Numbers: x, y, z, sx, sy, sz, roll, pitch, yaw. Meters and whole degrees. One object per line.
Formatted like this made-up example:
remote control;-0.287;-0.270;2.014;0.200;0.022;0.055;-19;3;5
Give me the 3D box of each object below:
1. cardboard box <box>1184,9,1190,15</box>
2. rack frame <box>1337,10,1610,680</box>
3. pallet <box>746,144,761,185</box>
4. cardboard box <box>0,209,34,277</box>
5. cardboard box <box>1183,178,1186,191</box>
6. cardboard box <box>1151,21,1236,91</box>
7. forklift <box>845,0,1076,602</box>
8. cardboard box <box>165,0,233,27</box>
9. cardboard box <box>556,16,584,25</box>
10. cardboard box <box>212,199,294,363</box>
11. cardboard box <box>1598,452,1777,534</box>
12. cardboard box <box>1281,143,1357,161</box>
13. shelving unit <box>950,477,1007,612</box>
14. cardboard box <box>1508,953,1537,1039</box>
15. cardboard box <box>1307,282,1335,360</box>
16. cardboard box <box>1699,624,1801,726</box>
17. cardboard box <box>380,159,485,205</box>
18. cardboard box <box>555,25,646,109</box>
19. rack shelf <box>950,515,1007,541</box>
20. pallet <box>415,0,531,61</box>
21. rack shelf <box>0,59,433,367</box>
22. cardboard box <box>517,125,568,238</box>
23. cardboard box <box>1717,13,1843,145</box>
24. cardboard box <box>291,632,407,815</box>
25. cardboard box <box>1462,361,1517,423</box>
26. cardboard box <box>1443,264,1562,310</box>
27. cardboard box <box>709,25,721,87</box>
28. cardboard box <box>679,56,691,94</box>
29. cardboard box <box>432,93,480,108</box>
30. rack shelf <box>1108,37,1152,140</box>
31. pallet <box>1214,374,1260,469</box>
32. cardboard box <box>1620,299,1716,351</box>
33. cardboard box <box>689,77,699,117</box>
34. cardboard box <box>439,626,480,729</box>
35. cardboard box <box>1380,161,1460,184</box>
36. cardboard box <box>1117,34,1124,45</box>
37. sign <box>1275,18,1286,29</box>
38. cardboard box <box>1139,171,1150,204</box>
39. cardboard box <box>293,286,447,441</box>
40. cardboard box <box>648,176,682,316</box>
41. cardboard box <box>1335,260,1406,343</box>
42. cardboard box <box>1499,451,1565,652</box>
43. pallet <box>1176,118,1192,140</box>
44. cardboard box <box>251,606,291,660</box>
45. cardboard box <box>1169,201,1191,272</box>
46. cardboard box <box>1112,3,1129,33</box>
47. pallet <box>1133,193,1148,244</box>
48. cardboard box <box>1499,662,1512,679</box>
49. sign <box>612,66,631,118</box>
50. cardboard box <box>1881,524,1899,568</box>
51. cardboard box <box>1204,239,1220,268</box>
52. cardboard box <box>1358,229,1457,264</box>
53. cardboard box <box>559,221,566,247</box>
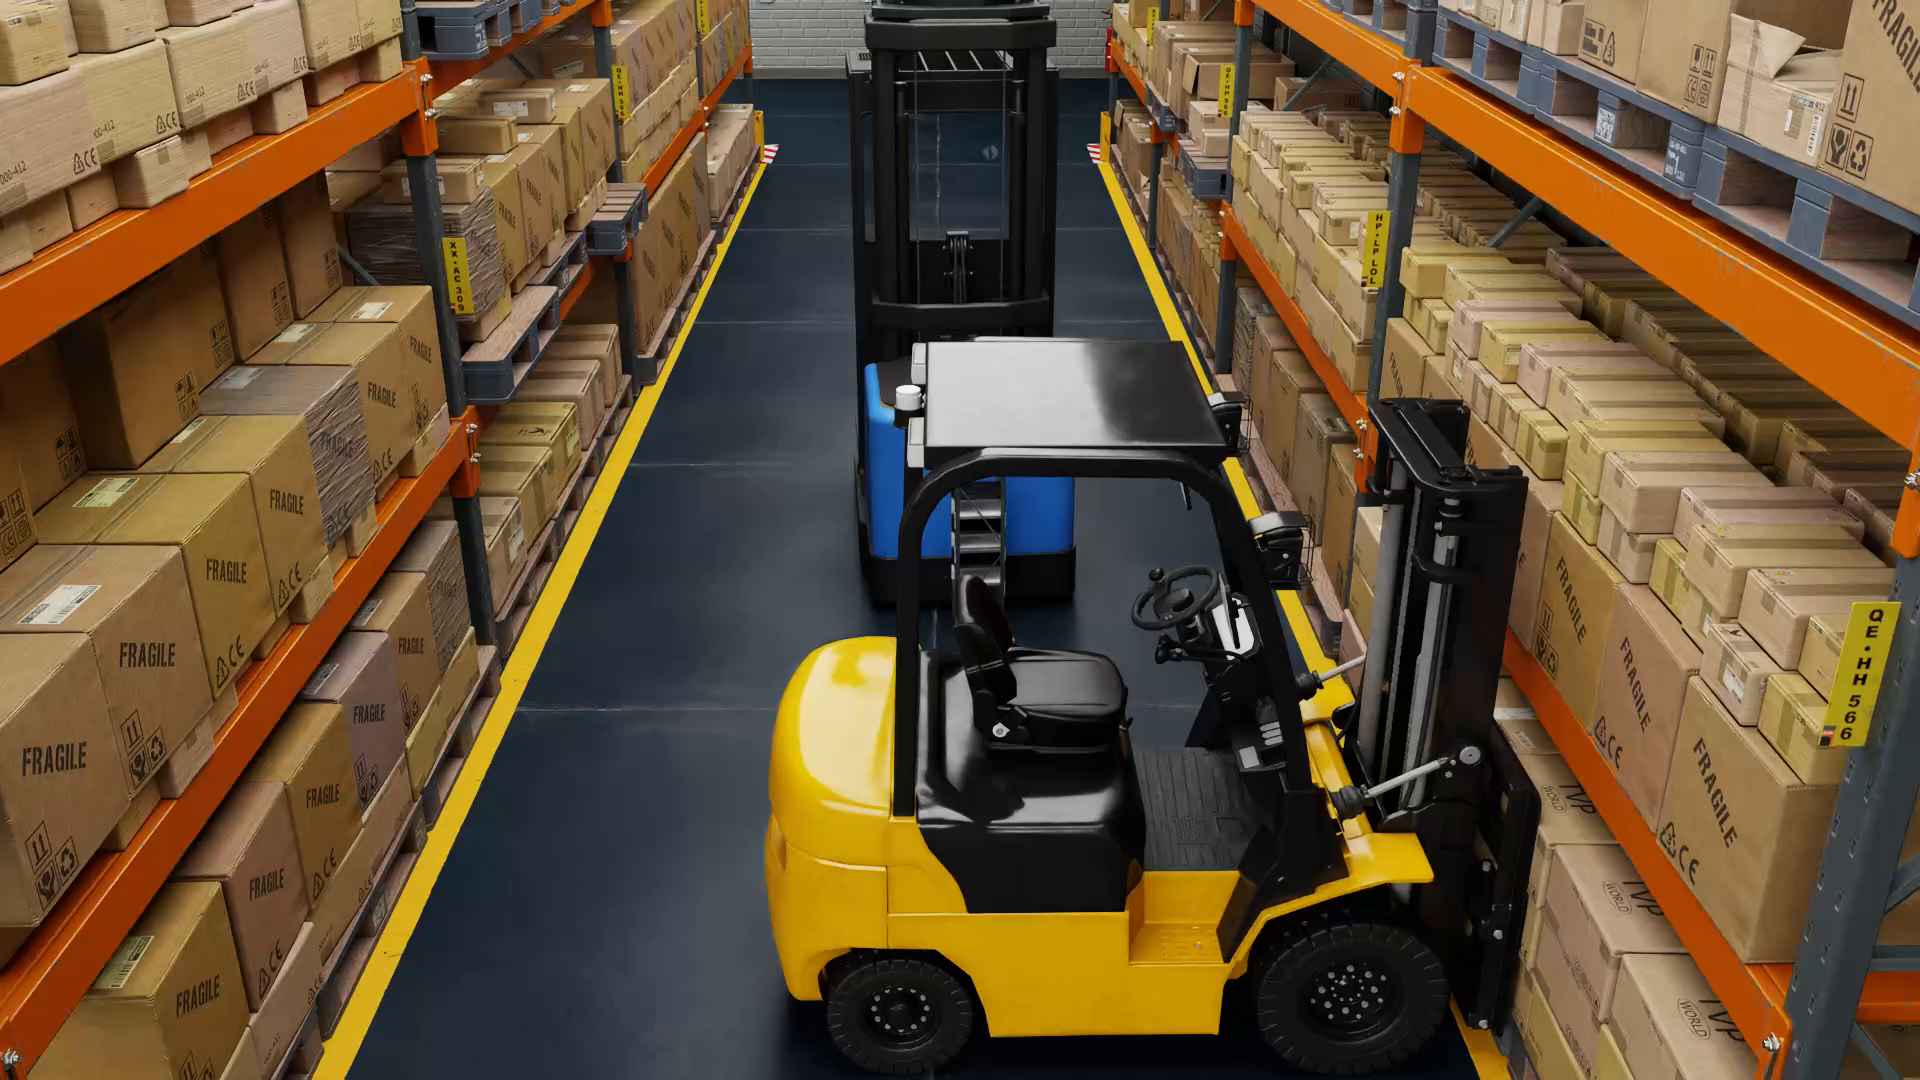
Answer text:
cardboard box;2.441;-5.350;17.260;0.500;0.250;0.500;0;24;0
rack frame;2.297;-0.739;7.244;1.000;3.000;0.127;0;24;-1
pallet;-2.711;-4.060;17.971;1.003;0.211;1.213;0;24;-1
cardboard box;-2.363;-0.674;3.766;0.380;0.149;0.250;0;24;1
cardboard box;2.058;-2.902;13.763;0.380;0.149;0.250;-1;24;-1
cardboard box;1.991;-4.072;13.982;0.700;0.500;0.500;0;24;1
forklift;-0.053;-1.593;9.214;1.130;2.935;3.031;-2;24;-4
cardboard box;-2.332;-1.562;4.762;0.380;0.149;0.250;0;24;0
cardboard box;-2.990;-3.492;11.997;0.500;0.500;0.500;0;24;-1
cardboard box;-2.895;-0.959;6.034;0.700;0.500;0.500;0;24;0
cardboard box;2.020;-0.133;4.634;0.380;0.149;0.250;0;24;1
cardboard box;2.043;-2.169;9.497;0.380;0.149;0.250;0;24;0
shelving unit;0.089;0.002;8.154;0.258;0.900;0.210;-2;24;-4
cardboard box;2.027;1.368;5.413;0.500;0.250;0.500;0;24;0
cardboard box;2.019;-1.084;8.189;0.500;0.250;0.500;0;24;-1
cardboard box;2.024;0.322;3.991;0.380;0.149;0.250;0;24;0
cardboard box;-2.318;-1.578;7.321;0.380;0.149;0.250;0;24;-1
cardboard box;-2.486;-3.273;11.512;0.500;0.500;0.500;0;24;0
rack shelf;0.089;-0.050;8.131;0.258;0.077;0.200;-2;24;-4
pallet;-2.567;-2.251;7.175;1.213;0.211;1.003;0;24;-1
rack shelf;-2.645;-0.930;4.899;1.077;0.370;4.000;0;24;-1
cardboard box;-2.399;-1.904;8.827;0.500;0.500;0.500;-1;24;-3
cardboard box;2.025;-1.078;3.885;0.396;0.266;0.258;0;24;0
cardboard box;-2.378;0.667;6.052;0.500;0.500;0.500;1;24;2
cardboard box;2.002;-0.523;5.859;0.380;0.149;0.250;0;24;-1
cardboard box;2.114;-0.975;6.497;0.380;0.149;0.250;0;24;0
cardboard box;-2.499;-4.459;15.348;0.500;0.500;0.500;0;24;0
cardboard box;-2.493;-3.784;13.553;0.500;0.250;0.500;0;24;1
cardboard box;-2.924;-2.334;9.780;0.500;0.500;0.500;1;24;2
rack shelf;2.188;-4.532;16.503;1.077;0.370;4.000;0;24;-1
pallet;2.223;-0.777;10.712;1.003;0.211;1.213;0;24;-1
cardboard box;2.645;-0.770;6.043;0.380;0.149;0.250;-1;24;-2
cardboard box;-2.497;-3.759;14.104;0.500;0.250;0.500;-1;24;-2
cardboard box;-2.391;0.589;7.135;0.500;0.250;0.500;1;24;2
cardboard box;2.495;-1.962;9.041;0.380;0.149;0.250;0;24;1
cardboard box;1.895;-5.432;17.926;0.380;0.149;0.250;0;24;-1
sign;2.764;-4.567;14.302;0.100;0.325;0.005;0;24;-1
cardboard box;1.906;-3.356;15.839;0.396;0.266;0.258;1;24;1
cardboard box;-2.413;-0.714;6.707;0.500;0.500;0.500;-1;24;-2
cardboard box;-2.640;-2.239;12.629;0.875;0.875;0.875;0;24;0
cardboard box;2.036;-1.099;7.616;0.500;0.250;0.500;-1;24;-2
cardboard box;2.054;0.030;5.422;0.500;0.500;0.500;0;24;0
pallet;2.227;-3.101;12.699;1.003;0.211;1.213;0;24;-1
cardboard box;-2.388;0.265;5.330;0.380;0.149;0.250;-1;24;-2
cardboard box;2.007;-2.462;13.578;0.500;0.500;0.500;-1;24;-2
cardboard box;1.901;-5.563;17.730;0.500;0.250;0.500;0;24;0
pallet;2.203;-3.048;15.733;1.003;0.211;1.213;0;24;-1
cardboard box;2.001;0.484;6.155;0.500;0.250;0.500;1;24;1
sign;-2.168;-2.861;10.627;0.100;0.325;0.005;0;24;-1
cardboard box;2.564;0.077;4.171;0.380;0.149;0.250;0;24;0
cardboard box;1.961;-2.050;11.879;0.380;0.149;0.250;-1;24;-3
cardboard box;2.050;-1.326;7.633;0.380;0.149;0.250;-1;24;-1
cardboard box;-2.375;-1.668;9.093;0.380;0.149;0.250;-1;24;-2
